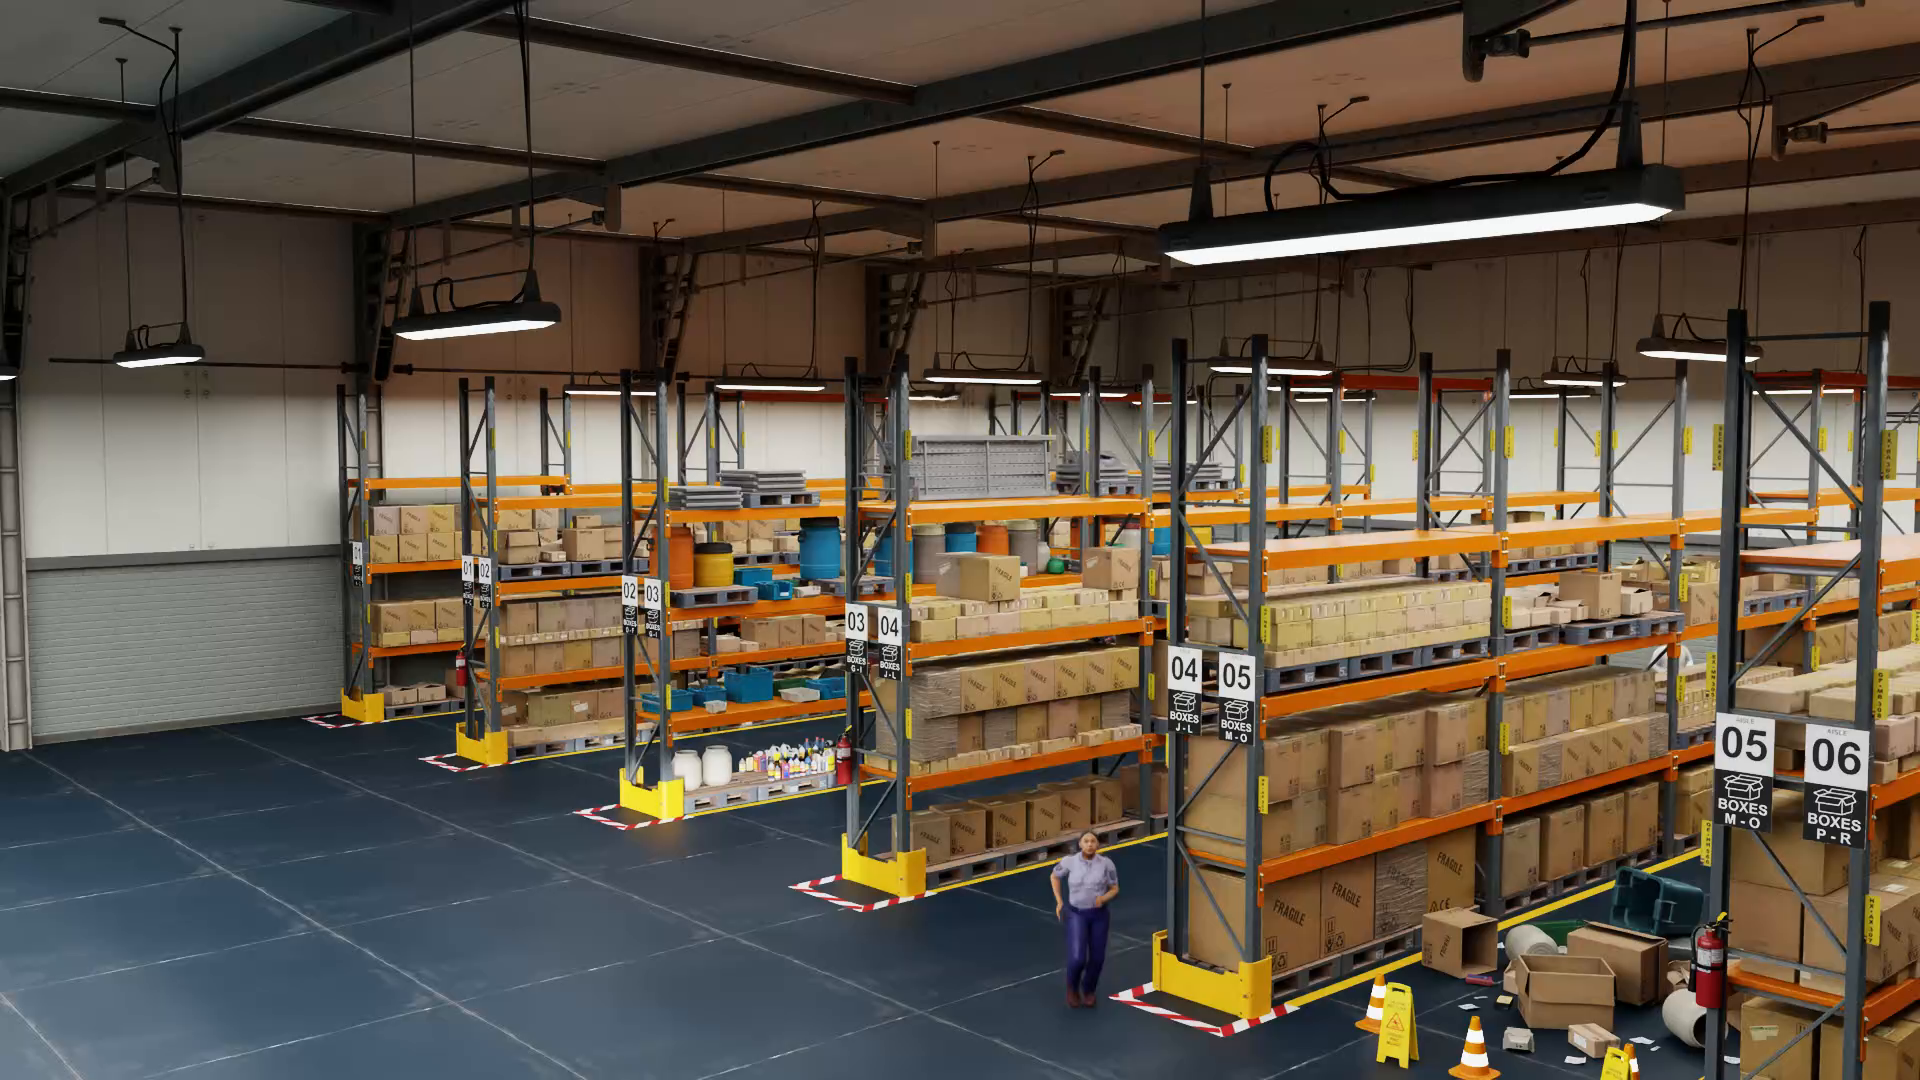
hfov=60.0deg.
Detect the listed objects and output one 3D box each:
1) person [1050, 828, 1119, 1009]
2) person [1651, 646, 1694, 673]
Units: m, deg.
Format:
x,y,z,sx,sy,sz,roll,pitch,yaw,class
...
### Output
x,y,z,sx,sy,sz,roll,pitch,yaw,class
1.127,3.375,14.775,0.584,1.619,0.629,0,4,-5,person
12.344,2.441,28.725,0.716,1.701,0.556,0,4,-2,person
